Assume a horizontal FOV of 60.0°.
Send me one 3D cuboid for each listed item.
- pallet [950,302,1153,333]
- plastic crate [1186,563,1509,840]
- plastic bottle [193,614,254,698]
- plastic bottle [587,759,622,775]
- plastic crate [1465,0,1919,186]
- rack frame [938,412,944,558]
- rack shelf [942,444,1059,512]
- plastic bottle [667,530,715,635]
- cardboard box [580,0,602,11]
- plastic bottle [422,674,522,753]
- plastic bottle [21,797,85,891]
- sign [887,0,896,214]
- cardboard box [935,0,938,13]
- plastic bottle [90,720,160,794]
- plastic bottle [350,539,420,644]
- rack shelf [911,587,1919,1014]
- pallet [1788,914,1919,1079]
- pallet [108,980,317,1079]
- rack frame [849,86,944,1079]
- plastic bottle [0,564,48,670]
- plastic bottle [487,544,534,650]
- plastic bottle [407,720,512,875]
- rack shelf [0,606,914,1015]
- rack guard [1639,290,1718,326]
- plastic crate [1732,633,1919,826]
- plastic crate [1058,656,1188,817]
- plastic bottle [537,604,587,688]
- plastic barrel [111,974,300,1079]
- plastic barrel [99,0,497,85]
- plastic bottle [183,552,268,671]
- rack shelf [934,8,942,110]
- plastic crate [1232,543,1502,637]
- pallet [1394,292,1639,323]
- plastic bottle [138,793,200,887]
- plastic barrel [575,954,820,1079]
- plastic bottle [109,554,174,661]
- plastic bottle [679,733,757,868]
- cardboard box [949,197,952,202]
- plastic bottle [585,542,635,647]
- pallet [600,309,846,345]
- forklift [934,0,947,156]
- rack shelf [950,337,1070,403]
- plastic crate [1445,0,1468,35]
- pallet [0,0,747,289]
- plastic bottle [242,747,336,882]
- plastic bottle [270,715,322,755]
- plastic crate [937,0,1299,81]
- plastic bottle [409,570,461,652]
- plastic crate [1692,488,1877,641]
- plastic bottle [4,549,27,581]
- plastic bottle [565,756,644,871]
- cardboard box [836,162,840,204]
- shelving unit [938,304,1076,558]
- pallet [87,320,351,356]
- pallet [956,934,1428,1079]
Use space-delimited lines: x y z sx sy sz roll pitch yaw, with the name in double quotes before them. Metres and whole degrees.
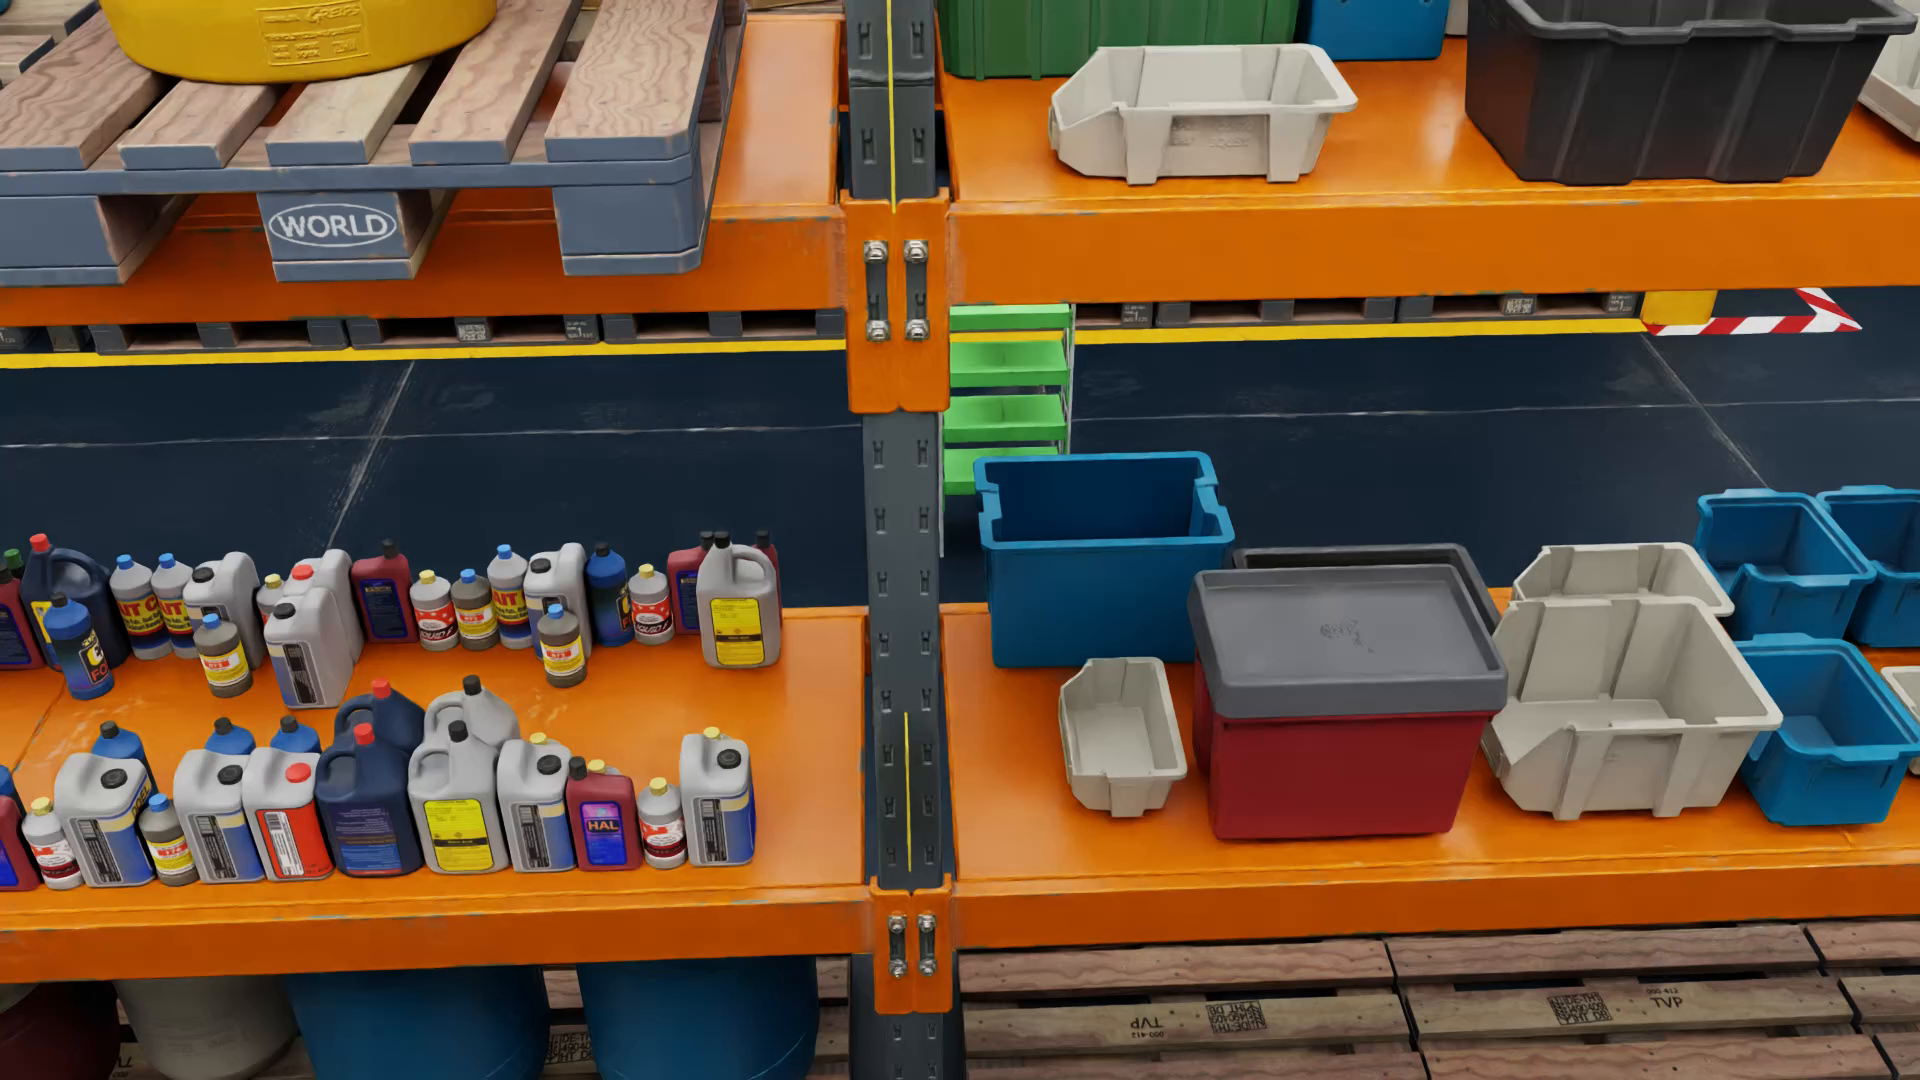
"pallet" 0.332 -1.403 8.592 1.213 0.211 1.003 -2 35 -2
"plastic crate" 0.780 0.352 3.497 0.583 0.464 0.402 -2 35 -2
"plastic bottle" -1.736 0.263 3.908 0.097 0.201 0.097 0 35 0
"plastic bottle" -0.753 0.548 3.497 0.097 0.201 0.097 0 35 0
"plastic crate" 1.130 -0.773 2.710 0.590 0.269 0.497 -2 35 -2
"rack frame" -0.078 -0.491 6.405 0.015 1.200 0.240 -2 35 -2
"rack shelf" 0.165 -0.248 6.588 0.480 0.148 0.258 -2 35 -2
"plastic bottle" -0.643 0.103 4.068 0.133 0.283 0.061 -2 35 -2
"cardboard box" -1.522 -2.805 7.711 0.500 0.500 0.700 4 35 5
"plastic bottle" -1.033 0.433 3.531 0.185 0.351 0.144 -2 35 -2
"plastic bottle" -1.851 0.612 3.404 0.097 0.201 0.097 0 35 0
"sign" -0.099 -0.640 2.396 0.005 0.325 0.100 -2 35 -2
"cardboard box" 0.133 -2.732 7.974 0.500 0.500 0.500 -1 35 -1
"plastic bottle" -1.761 0.494 3.513 0.097 0.271 0.097 0 35 0
"plastic bottle" -1.397 0.123 4.038 0.133 0.283 0.061 -2 35 -2
"rack shelf" 1.874 0.526 3.986 4.000 0.370 1.077 -2 35 -2
"pallet" 3.046 1.323 4.653 1.213 0.211 1.003 -2 35 -2
"pallet" -2.118 1.462 4.451 1.213 0.211 1.003 -2 35 -2
"rack frame" -0.124 0.284 3.704 0.127 3.000 1.000 -2 35 -2
"plastic bottle" -2.273 0.182 3.954 0.133 0.283 0.061 -2 35 -2
"plastic bottle" -1.087 0.130 4.039 0.097 0.271 0.097 0 35 0
"plastic bottle" -1.026 0.515 3.413 0.185 0.351 0.144 -2 35 -2
"rack shelf" -2.121 0.634 3.830 4.000 0.370 1.077 -2 35 -2
"rack guard" 3.565 -1.610 8.636 0.348 0.500 1.175 -2 35 -2
"plastic crate" 1.833 0.422 3.599 0.300 0.233 0.416 -2 35 -2
"plastic crate" 0.348 0.437 3.662 0.243 0.136 0.396 -2 35 -2
"plastic bottle" -0.945 0.242 3.939 0.097 0.201 0.097 0 35 0
"plastic barrel" -1.943 1.123 4.309 0.421 0.512 0.421 0 35 0
"plastic barrel" -1.026 -1.059 2.475 0.600 0.588 0.600 0 35 0
"plastic bottle" -1.761 0.162 3.989 0.135 0.276 0.152 -2 35 -2
"rack shelf" 1.643 -2.290 8.055 4.000 0.370 1.077 -2 35 -2
"plastic crate" 0.982 0.190 4.029 0.590 0.125 0.437 -2 35 -2
"pallet" 2.769 -1.469 8.687 1.213 0.211 1.003 -2 35 -2
"plastic bottle" -1.620 0.606 3.413 0.097 0.201 0.097 0 35 0
"plastic barrel" -0.668 0.979 4.174 0.708 0.901 0.600 -2 35 -2
"plastic bottle" -1.975 0.154 4.004 0.097 0.271 0.097 0 35 0
"plastic bottle" -0.502 0.529 3.458 0.135 0.276 0.152 -2 35 -2
"cardboard box" 0.075 -1.495 8.251 0.500 0.311 0.500 -2 35 -2
"plastic bottle" -0.855 0.124 4.048 0.097 0.271 0.097 0 35 0
"pallet" -1.165 -1.342 8.503 1.213 0.211 1.003 -2 35 -2
"forklift" 0.004 -4.299 10.386 1.130 2.935 3.031 0 35 0
"rack shelf" 0.165 -0.643 6.315 0.480 0.148 0.258 -2 35 -2
"plastic crate" 1.129 -1.092 3.287 0.466 0.136 0.293 -2 35 -2
"pallet" -0.902 -0.795 2.793 1.003 0.211 1.213 -2 35 -2
"plastic bottle" -1.371 0.553 3.424 0.135 0.276 0.152 -2 35 -2
"plastic bottle" -1.395 0.484 3.527 0.097 0.271 0.097 0 35 0
"plastic crate" 0.285 -1.045 3.175 0.662 0.188 0.450 -2 35 -2
"plastic bottle" -1.281 0.164 4.051 0.097 0.201 0.097 0 35 0
"plastic crate" 1.995 0.084 4.088 0.300 0.233 0.416 -2 35 -2
"plastic bottle" -2.276 0.147 4.004 0.133 0.283 0.061 -2 35 -2
"plastic bottle" -0.731 0.559 3.409 0.133 0.283 0.061 -2 35 -2
"cardboard box" -0.834 -1.508 8.104 0.500 0.500 0.500 -2 35 -2
"shelving unit" 0.165 -0.498 6.415 0.503 1.200 0.258 -2 35 -2
"pallet" -3.602 -1.276 8.408 1.213 0.211 1.003 -2 35 -2
"pallet" 0.609 1.389 4.558 1.213 0.211 1.003 -2 35 -2
